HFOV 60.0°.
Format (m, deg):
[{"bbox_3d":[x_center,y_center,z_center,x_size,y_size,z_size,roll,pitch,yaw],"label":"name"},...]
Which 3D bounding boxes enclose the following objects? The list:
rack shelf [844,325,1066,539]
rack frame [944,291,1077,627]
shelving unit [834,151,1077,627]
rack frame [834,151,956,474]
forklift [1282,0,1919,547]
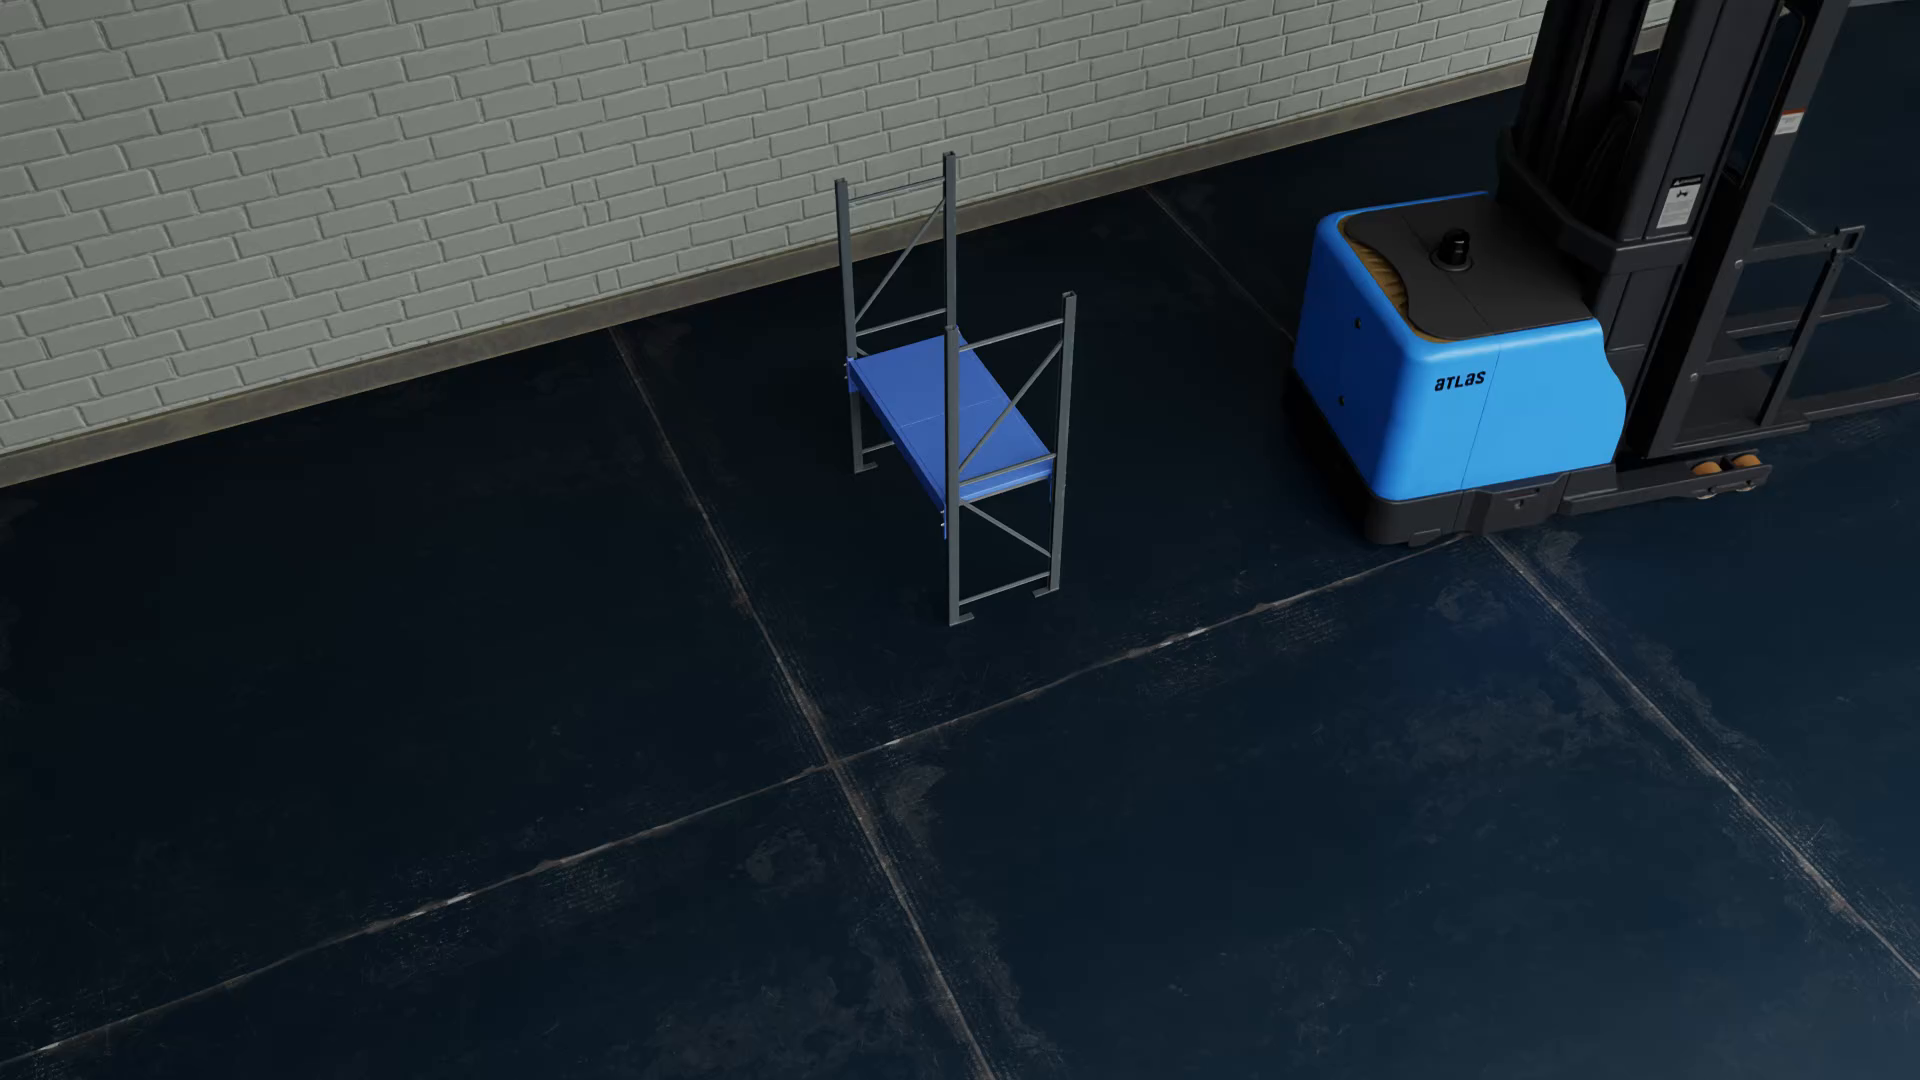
[{"bbox_3d":[-0.036,-0.460,6.773,0.538,0.185,1.000,-18,47,-17],"label":"rack shelf"},{"bbox_3d":[0.178,-0.264,6.319,0.500,1.500,0.032,-18,47,-17],"label":"rack frame"},{"bbox_3d":[-0.036,-0.588,6.647,0.538,1.500,1.048,-18,47,-17],"label":"shelving unit"},{"bbox_3d":[-0.250,-0.912,6.975,0.500,1.500,0.032,-18,47,-17],"label":"rack frame"},{"bbox_3d":[3.055,-1.573,6.626,3.031,2.935,1.130,-10,46,-10],"label":"forklift"}]
